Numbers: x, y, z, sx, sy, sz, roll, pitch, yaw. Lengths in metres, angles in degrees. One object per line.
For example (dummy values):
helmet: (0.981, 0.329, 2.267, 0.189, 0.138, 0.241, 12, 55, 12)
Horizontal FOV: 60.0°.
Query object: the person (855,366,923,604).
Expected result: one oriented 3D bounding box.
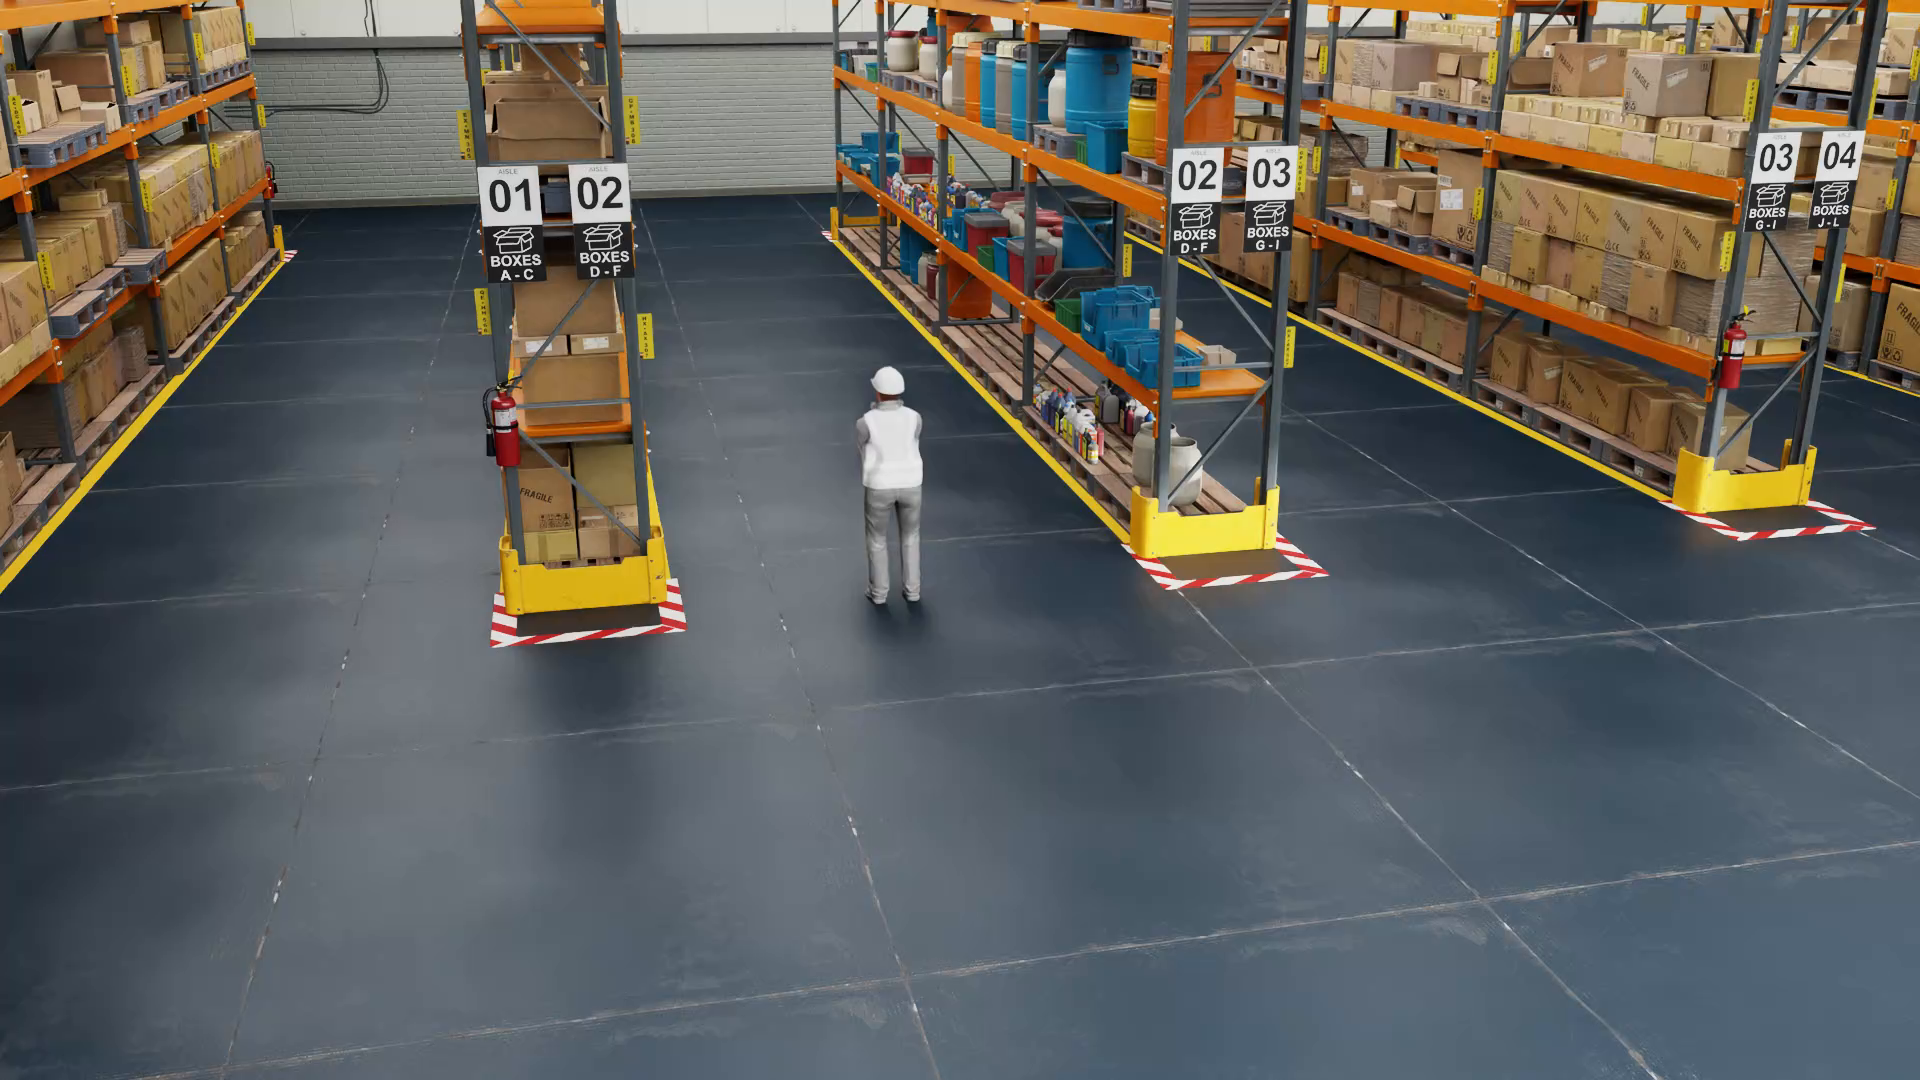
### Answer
person: (-0.531, -0.425, 12.240, 0.495, 1.772, 0.554, -5, 20, -13)
